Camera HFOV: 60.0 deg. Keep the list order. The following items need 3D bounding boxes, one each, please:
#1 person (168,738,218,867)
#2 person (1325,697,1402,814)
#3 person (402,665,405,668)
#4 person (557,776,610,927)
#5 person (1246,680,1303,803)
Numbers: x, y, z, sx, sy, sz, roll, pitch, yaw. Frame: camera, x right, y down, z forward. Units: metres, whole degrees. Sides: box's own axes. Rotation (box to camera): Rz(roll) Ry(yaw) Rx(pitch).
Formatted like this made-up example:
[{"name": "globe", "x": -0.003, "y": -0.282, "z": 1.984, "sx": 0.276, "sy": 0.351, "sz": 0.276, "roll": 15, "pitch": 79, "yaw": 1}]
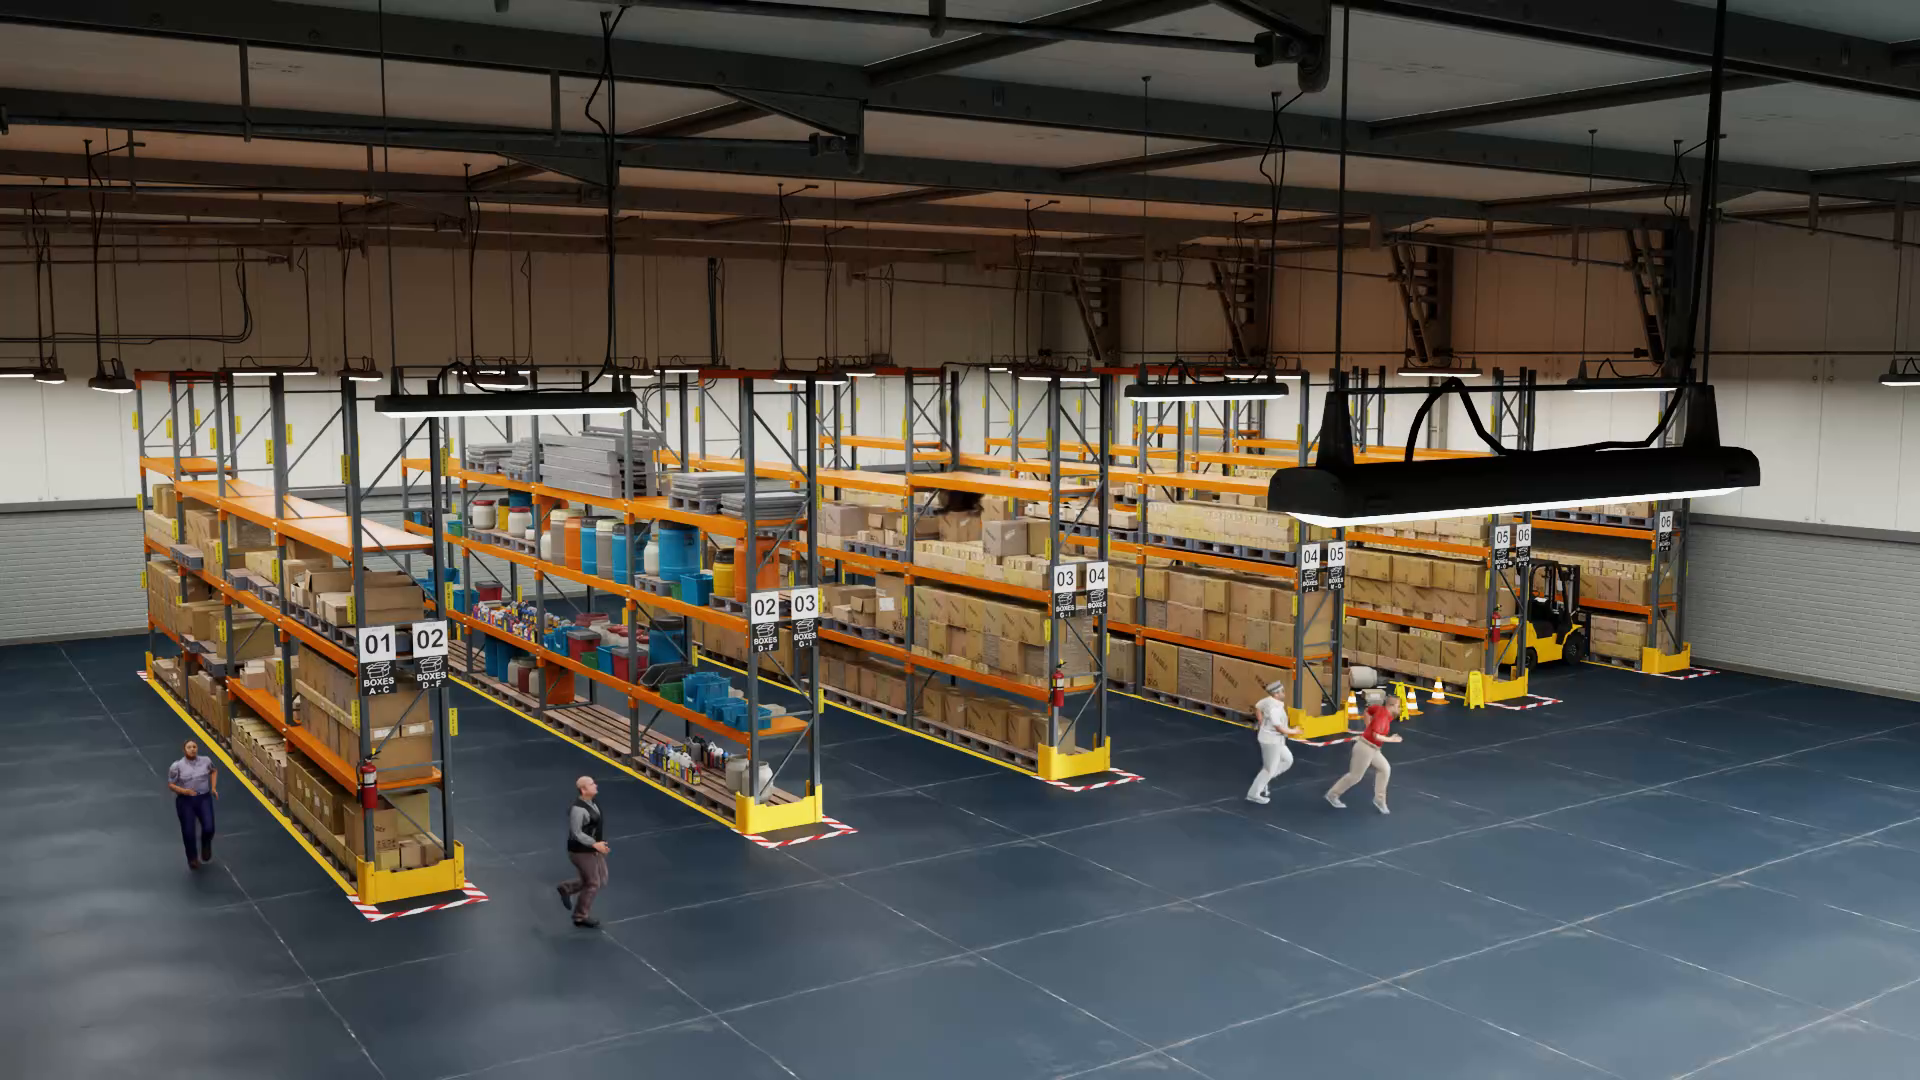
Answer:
[{"name": "person", "x": -9.366, "y": 3.232, "z": 20.388, "sx": 0.591, "sy": 1.609, "sz": 0.577, "roll": -4, "pitch": 8, "yaw": -34}, {"name": "person", "x": 5.567, "y": 2.973, "z": 22.949, "sx": 1.017, "sy": 1.695, "sz": 0.707, "roll": 2, "pitch": 7, "yaw": 15}, {"name": "person", "x": -10.290, "y": 2.074, "z": 30.415, "sx": 0.542, "sy": 1.663, "sz": 0.573, "roll": -5, "pitch": 8, "yaw": -37}, {"name": "person", "x": -4.159, "y": 3.430, "z": 18.398, "sx": 0.646, "sy": 1.688, "sz": 0.677, "roll": 0, "pitch": 6, "yaw": 2}, {"name": "person", "x": 4.438, "y": 2.821, "z": 23.427, "sx": 0.768, "sy": 1.736, "sz": 0.683, "roll": 0, "pitch": 6, "yaw": 3}]
